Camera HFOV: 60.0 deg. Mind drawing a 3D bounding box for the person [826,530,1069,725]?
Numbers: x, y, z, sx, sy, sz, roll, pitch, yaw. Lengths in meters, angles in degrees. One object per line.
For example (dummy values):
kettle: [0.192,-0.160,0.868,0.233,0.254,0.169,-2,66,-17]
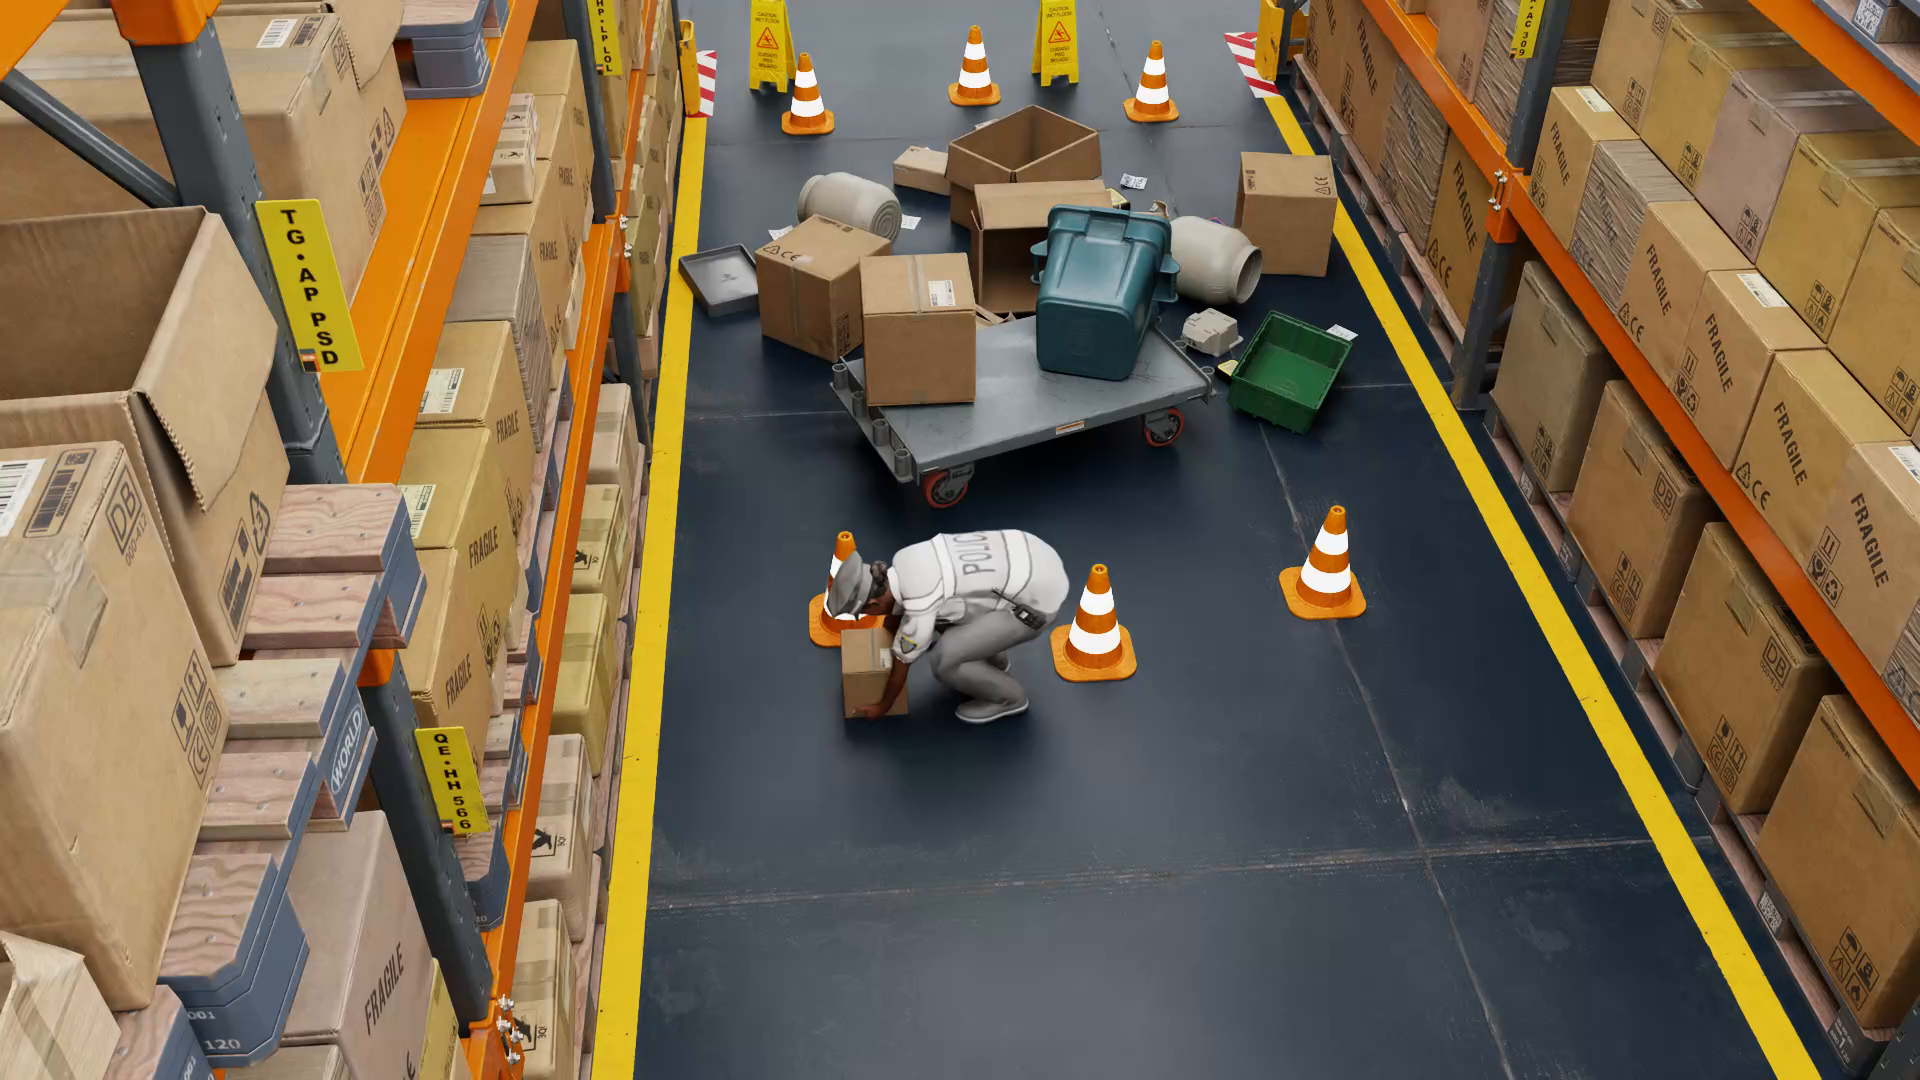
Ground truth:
person: [-0.050,0.335,6.472,0.928,0.775,0.453,-4,40,-5]
